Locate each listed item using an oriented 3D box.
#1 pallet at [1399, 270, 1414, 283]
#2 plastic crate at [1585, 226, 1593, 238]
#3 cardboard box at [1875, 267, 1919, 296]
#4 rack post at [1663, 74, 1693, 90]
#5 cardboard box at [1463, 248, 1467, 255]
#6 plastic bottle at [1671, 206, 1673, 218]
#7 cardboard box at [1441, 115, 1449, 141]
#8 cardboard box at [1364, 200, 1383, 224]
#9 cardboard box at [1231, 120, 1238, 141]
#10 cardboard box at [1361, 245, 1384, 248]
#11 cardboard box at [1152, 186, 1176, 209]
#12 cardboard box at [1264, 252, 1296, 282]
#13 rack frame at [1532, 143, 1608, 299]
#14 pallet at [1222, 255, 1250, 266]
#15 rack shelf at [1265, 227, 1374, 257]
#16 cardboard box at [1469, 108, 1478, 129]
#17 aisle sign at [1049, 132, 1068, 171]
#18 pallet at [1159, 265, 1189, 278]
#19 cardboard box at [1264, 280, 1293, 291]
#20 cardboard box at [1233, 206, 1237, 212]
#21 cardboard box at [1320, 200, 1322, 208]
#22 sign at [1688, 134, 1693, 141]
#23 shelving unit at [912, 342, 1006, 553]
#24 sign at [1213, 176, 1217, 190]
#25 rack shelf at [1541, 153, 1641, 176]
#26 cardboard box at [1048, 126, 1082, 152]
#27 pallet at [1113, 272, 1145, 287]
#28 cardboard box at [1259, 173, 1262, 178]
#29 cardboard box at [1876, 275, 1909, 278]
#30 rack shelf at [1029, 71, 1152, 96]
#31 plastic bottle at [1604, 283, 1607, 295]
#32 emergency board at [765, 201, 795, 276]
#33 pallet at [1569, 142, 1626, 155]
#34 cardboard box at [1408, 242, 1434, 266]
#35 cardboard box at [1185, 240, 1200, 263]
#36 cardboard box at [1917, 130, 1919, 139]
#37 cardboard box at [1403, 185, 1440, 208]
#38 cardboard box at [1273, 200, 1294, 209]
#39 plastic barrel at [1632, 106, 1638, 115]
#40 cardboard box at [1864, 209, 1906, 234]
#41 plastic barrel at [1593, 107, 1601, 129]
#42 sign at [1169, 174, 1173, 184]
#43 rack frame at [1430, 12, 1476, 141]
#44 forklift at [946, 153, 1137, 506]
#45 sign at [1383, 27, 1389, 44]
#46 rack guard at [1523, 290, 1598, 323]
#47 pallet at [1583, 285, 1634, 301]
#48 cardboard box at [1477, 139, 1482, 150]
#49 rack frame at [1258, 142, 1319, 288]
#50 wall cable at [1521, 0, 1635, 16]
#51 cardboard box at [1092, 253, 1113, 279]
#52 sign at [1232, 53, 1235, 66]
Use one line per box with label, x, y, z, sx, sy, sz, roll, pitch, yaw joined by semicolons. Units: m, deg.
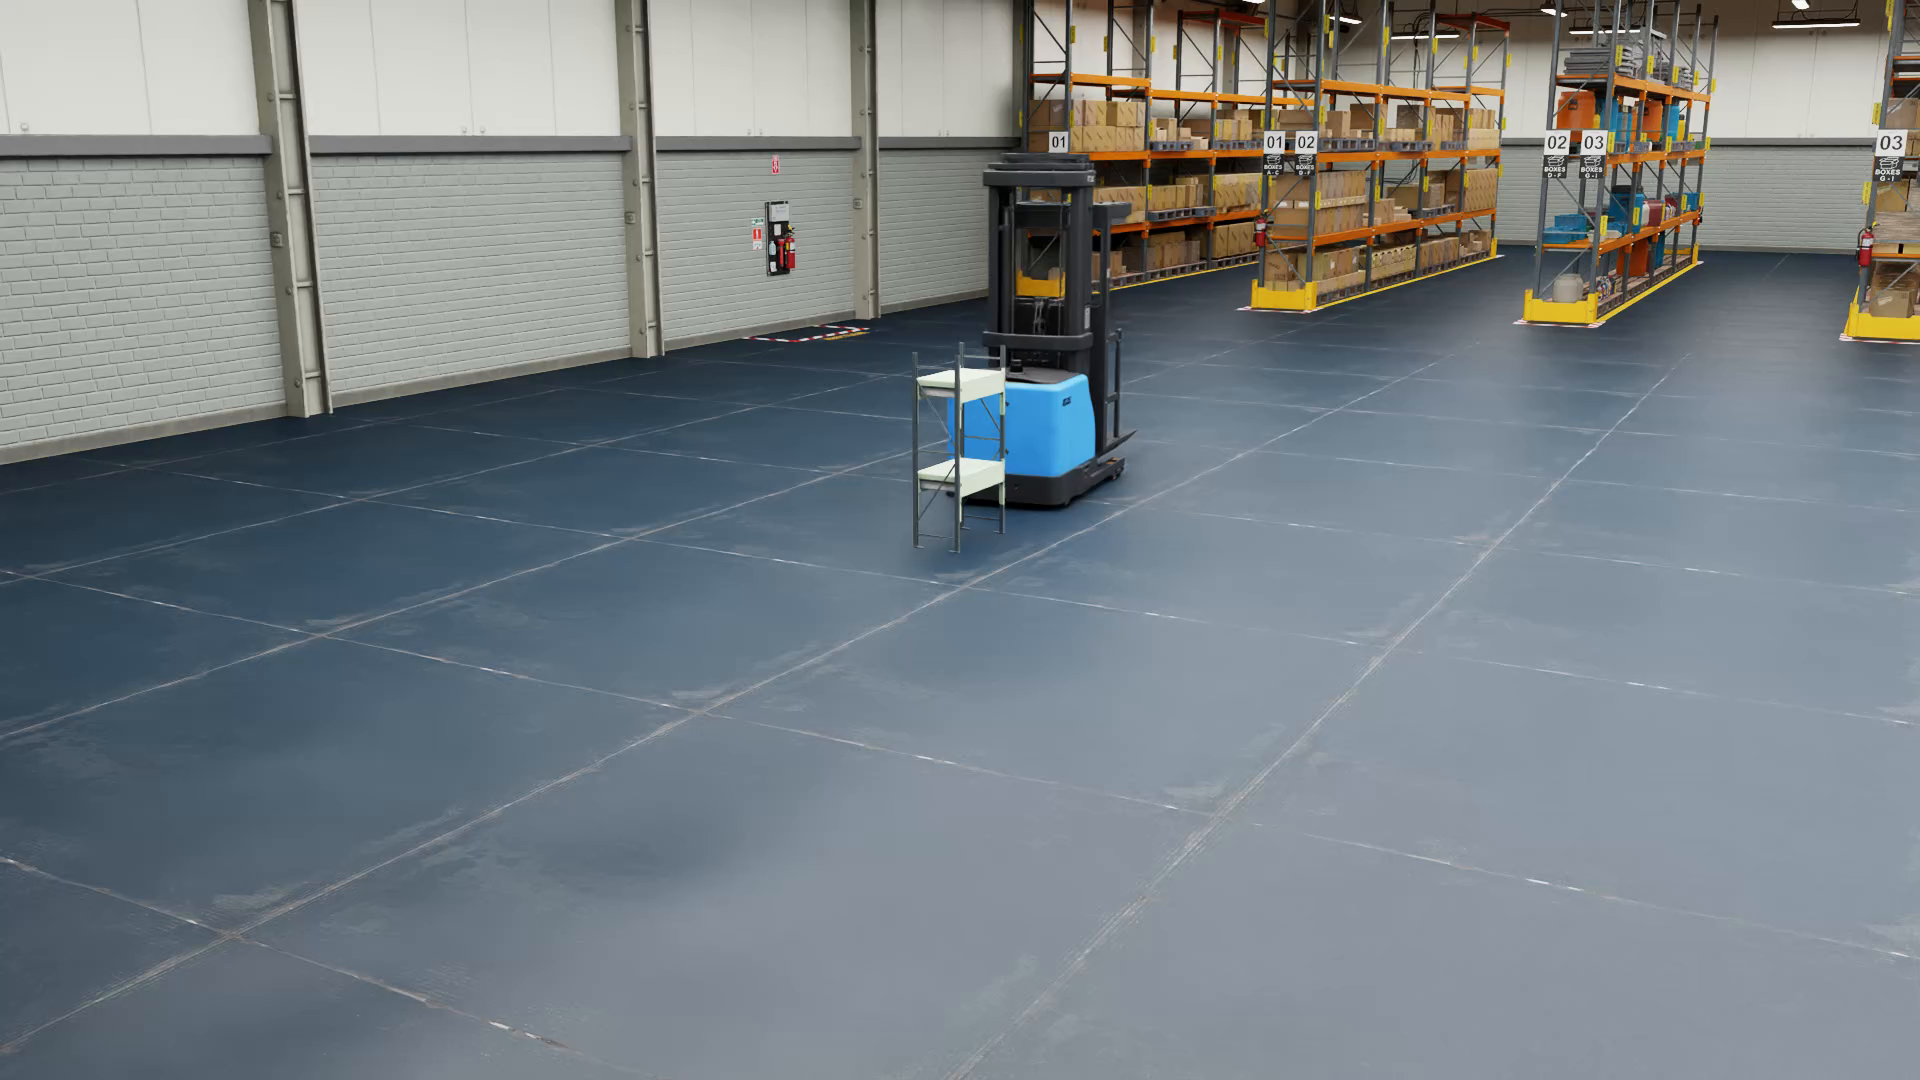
pallet;9.466;-5.910;37.096;1.003;0.211;1.213;7;15;28
plastic crate;11.395;-5.698;30.719;0.450;0.188;0.662;7;15;28
cardboard box;17.467;-4.819;31.016;0.700;0.500;0.500;6;15;23
rack post;15.299;-9.932;36.098;0.937;0.300;0.954;9;16;34
cardboard box;12.634;-7.327;42.133;0.380;0.166;0.250;7;15;28
plastic bottle;16.187;-7.462;37.833;0.061;0.283;0.133;7;15;28
cardboard box;11.221;-9.775;39.458;0.600;0.600;0.600;7;15;27
cardboard box;8.605;-6.922;35.130;0.500;0.500;0.500;9;16;32
cardboard box;6.461;-10.147;41.168;0.700;0.500;0.500;7;15;28
cardboard box;9.141;-6.387;36.901;0.500;0.311;0.500;7;15;27
cardboard box;4.470;-7.785;37.774;0.700;0.500;0.500;10;17;36
cardboard box;6.030;-5.164;31.425;0.500;0.500;0.500;7;15;28
rack frame;10.365;-5.227;28.313;1.000;3.000;0.127;7;15;28
pallet;6.598;-7.037;41.773;1.003;0.211;1.213;7;15;28
rack shelf;6.998;-5.849;32.430;1.077;0.370;4.000;7;15;28
cardboard box;12.399;-10.434;41.166;0.700;0.500;0.500;7;15;28
aisle sign;1.920;-7.564;32.462;0.394;0.787;0.004;7;15;28
pallet;4.590;-6.225;38.405;1.003;0.211;1.213;7;15;28
cardboard box;6.031;-4.799;31.512;0.500;0.250;0.500;7;15;28
cardboard box;6.654;-8.235;41.286;0.380;0.149;0.250;7;15;28
cardboard box;6.534;-6.263;31.015;0.380;0.149;0.250;7;15;27
sign;16.647;-9.088;37.912;0.100;0.325;0.005;7;15;28
shelving unit;-0.003;-0.728;12.852;0.431;1.500;0.755;7;15;28
sign;6.040;-8.455;39.403;0.100;0.325;0.005;7;15;28
rack shelf;11.332;-6.745;29.748;1.077;0.370;4.000;7;15;28
cardboard box;2.073;-7.906;32.770;0.500;0.500;0.500;8;16;30
pallet;3.333;-5.672;36.111;1.003;0.211;1.213;7;15;28
cardboard box;7.492;-9.254;42.526;0.500;0.250;0.500;8;16;29
cardboard box;16.406;-4.397;29.311;0.500;0.500;0.500;7;15;26
rack shelf;2.659;-9.324;34.052;1.077;0.370;4.000;7;15;28
plastic bottle;11.826;-4.583;30.527;0.097;0.271;0.097;0;14;0
emergency board;-2.855;-4.857;26.780;0.194;1.169;0.643;7;15;28
pallet;10.851;-6.752;28.641;1.003;0.211;1.213;7;15;28
cardboard box;10.617;-6.598;38.395;0.500;0.500;0.500;7;15;26
cardboard box;5.258;-6.835;39.381;0.700;0.500;0.500;8;16;29
cardboard box;15.036;-6.275;25.730;0.380;0.149;0.250;7;15;28
cardboard box;10.713;-7.991;38.668;0.700;0.500;0.500;11;17;38
cardboard box;6.049;-6.252;30.971;0.380;0.149;0.250;7;15;27
plastic barrel;13.645;-8.426;34.114;0.600;0.901;0.600;0;14;0
cardboard box;15.127;-5.085;26.876;0.875;0.500;0.500;7;15;28
plastic barrel;10.805;-7.229;28.920;0.600;0.588;0.600;0;14;0
sign;5.073;-8.615;39.899;0.100;0.325;0.005;7;15;28
rack frame;11.832;-11.167;40.153;1.000;3.000;0.127;7;15;28
forklift;0.895;-2.015;15.138;1.130;2.935;3.031;5;15;21
sign;8.438;-9.989;32.935;0.100;0.325;0.005;7;15;28
rack guard;10.361;-4.032;28.693;1.175;0.500;0.348;7;15;28
pallet;12.644;-4.857;32.730;1.003;0.211;1.213;7;15;28
cardboard box;12.772;-9.912;41.668;0.500;0.250;0.500;7;15;28
rack frame;6.031;-5.789;30.644;1.000;3.000;0.127;7;15;28
wall cable;17.552;-16.168;47.040;3.097;2.526;0.112;7;15;28
cardboard box;2.780;-5.741;34.843;0.700;0.500;0.500;6;15;25
sign;7.020;-12.326;42.631;0.100;0.325;0.005;7;15;28
